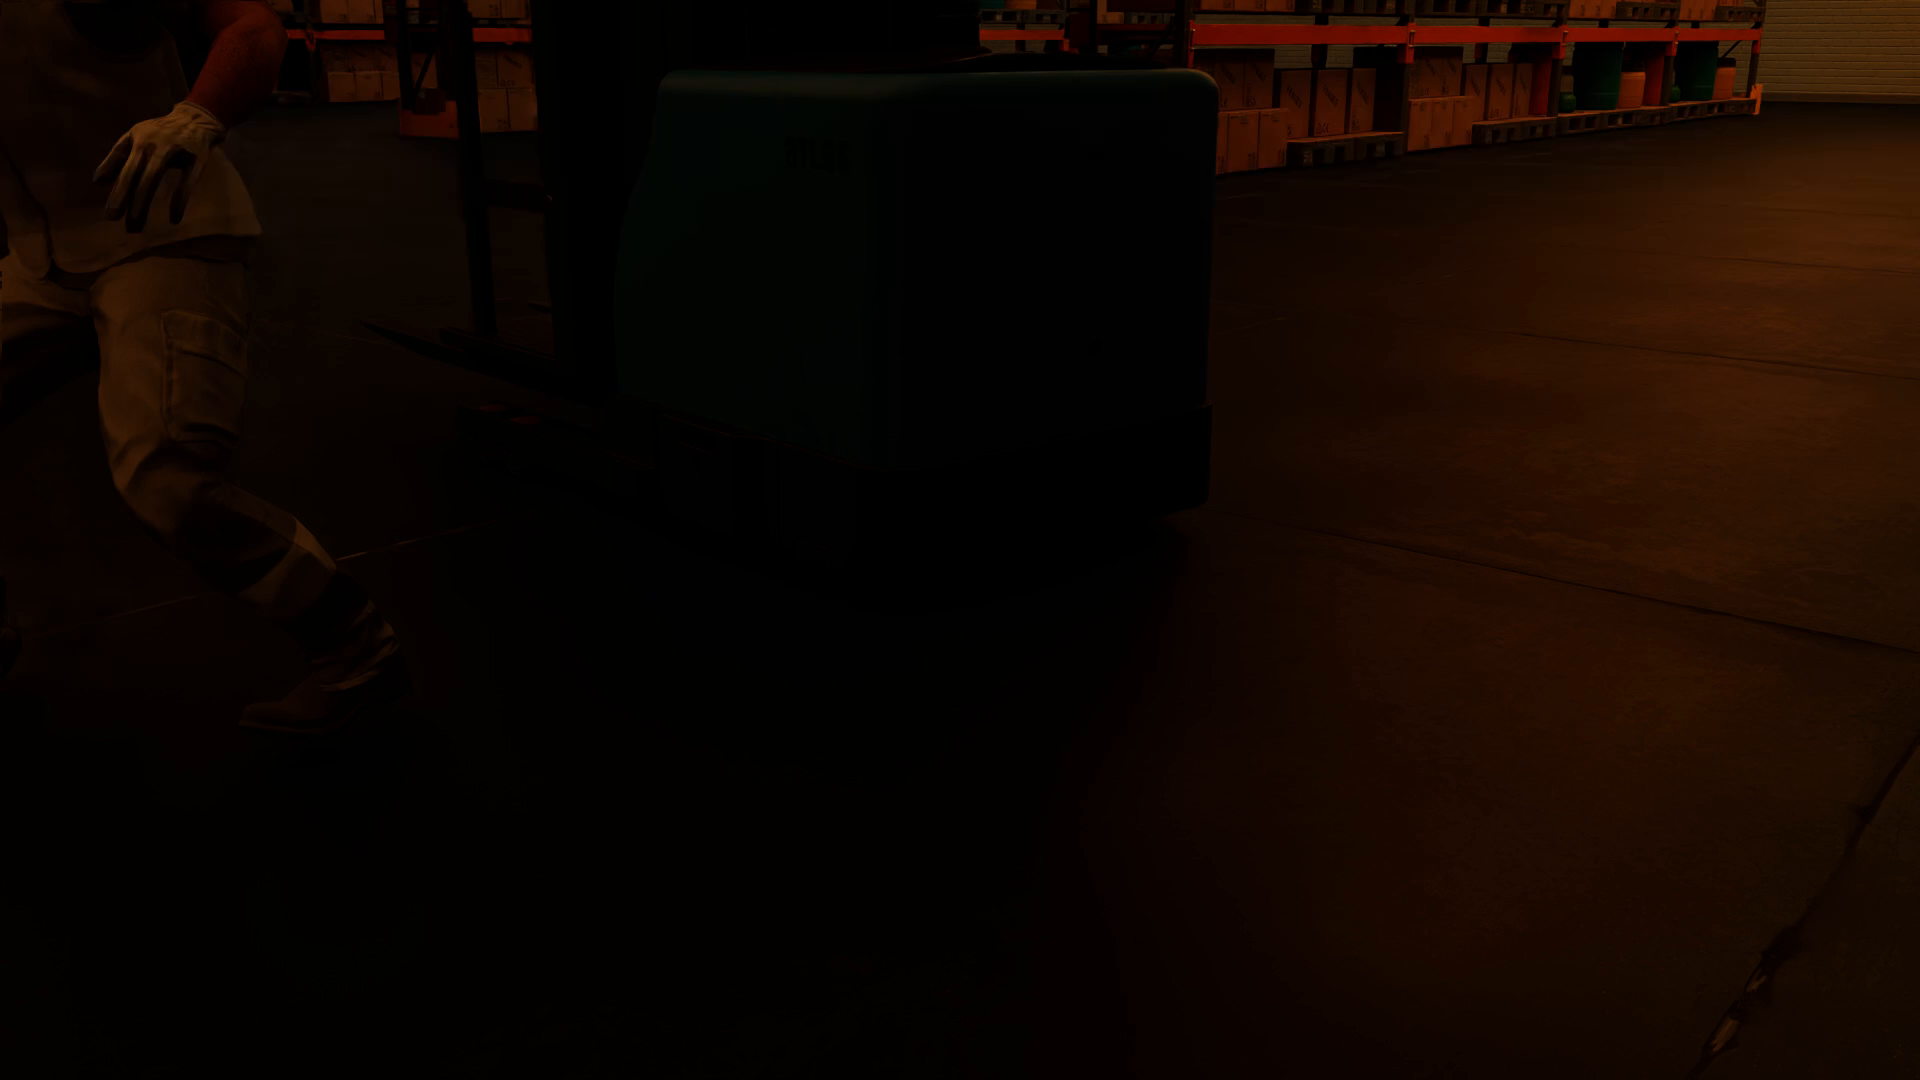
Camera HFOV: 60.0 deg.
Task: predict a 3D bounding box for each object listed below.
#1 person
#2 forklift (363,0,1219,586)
[{"bbox_3d":[-1.450,-0.399,2.668,1.086,1.719,0.587,7,18,22],"label":"person"},{"bbox_3d":[-0.754,-1.662,4.370,1.130,2.935,3.031,-15,22,-40],"label":"forklift"}]
